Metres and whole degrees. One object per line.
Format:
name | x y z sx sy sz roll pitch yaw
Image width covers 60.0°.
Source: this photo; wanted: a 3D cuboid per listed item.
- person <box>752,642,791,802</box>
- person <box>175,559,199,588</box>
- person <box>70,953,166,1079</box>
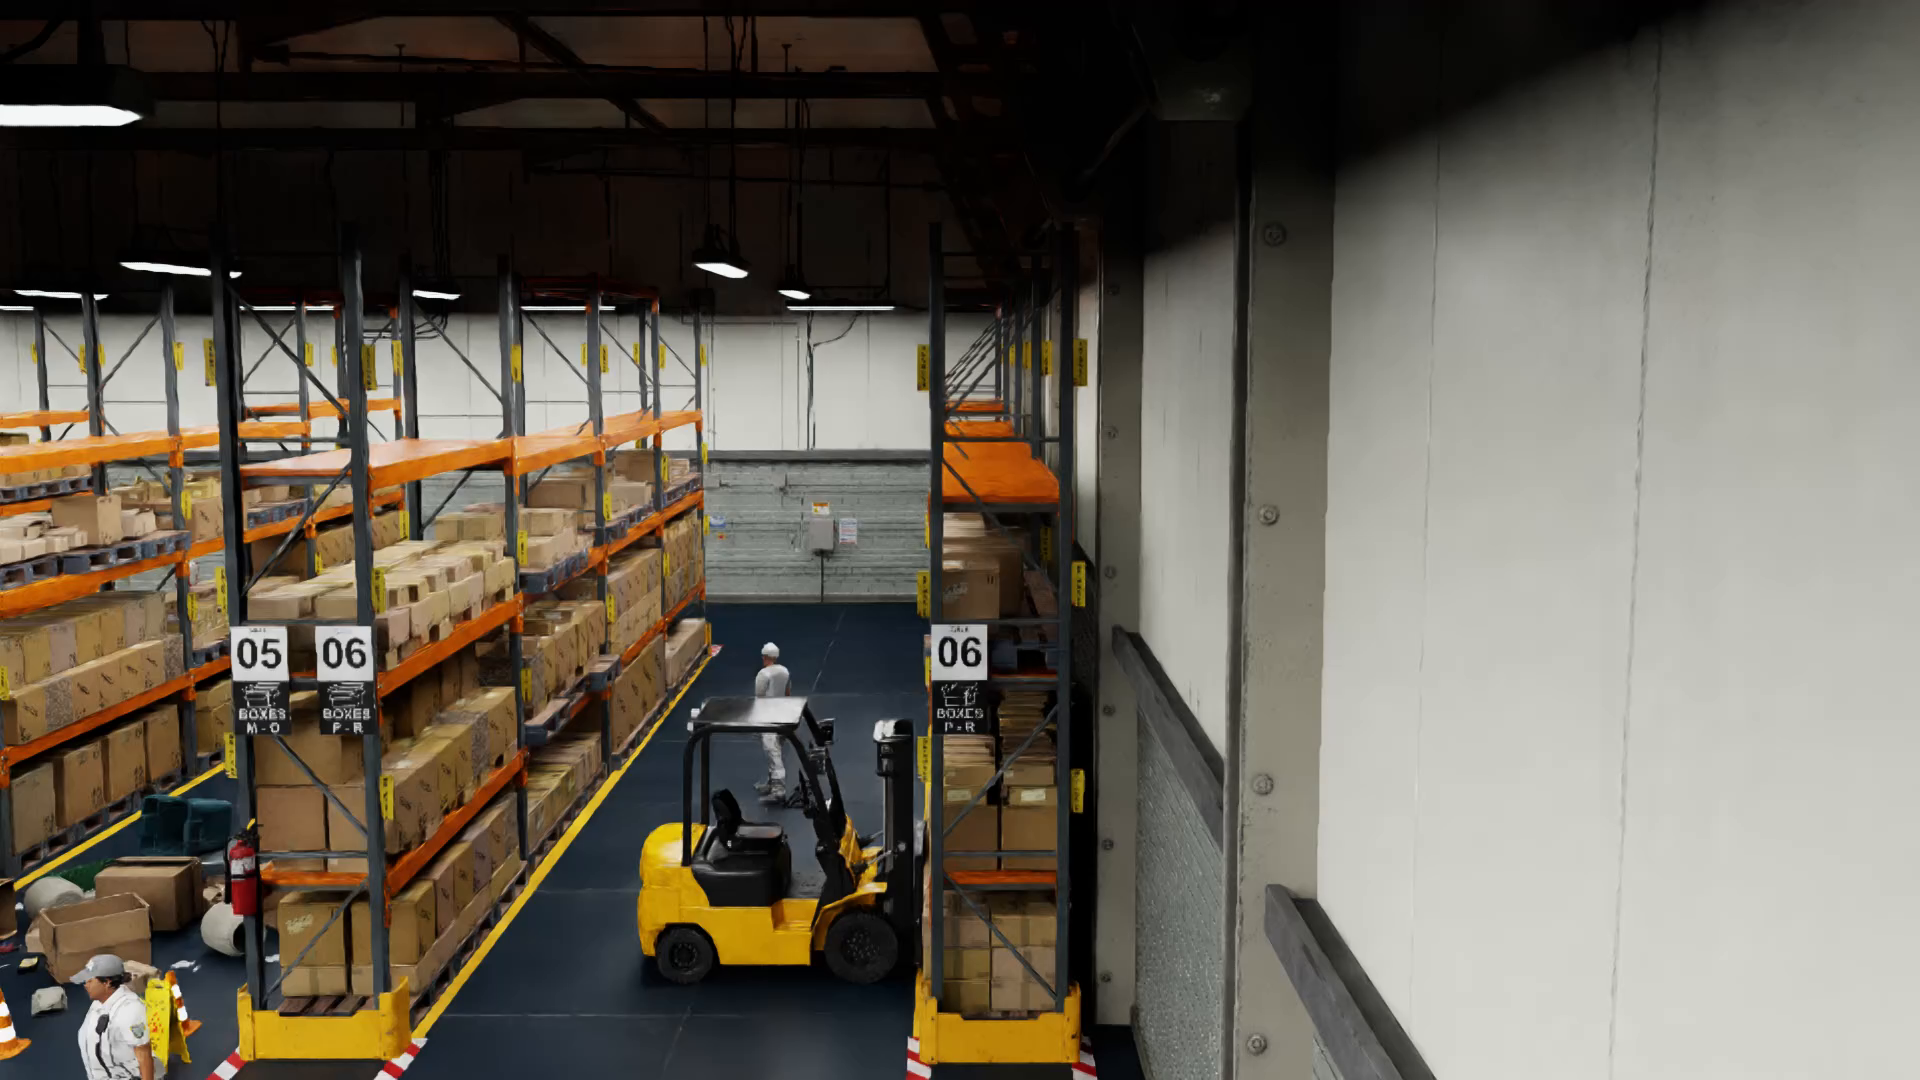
person | -2.176 2.048 19.031 0.577 1.785 0.655 3 7 27
person | -13.128 0.978 28.217 0.397 1.789 0.653 0 7 3
person | -4.851 3.216 9.812 0.541 1.649 0.590 5 8 36
